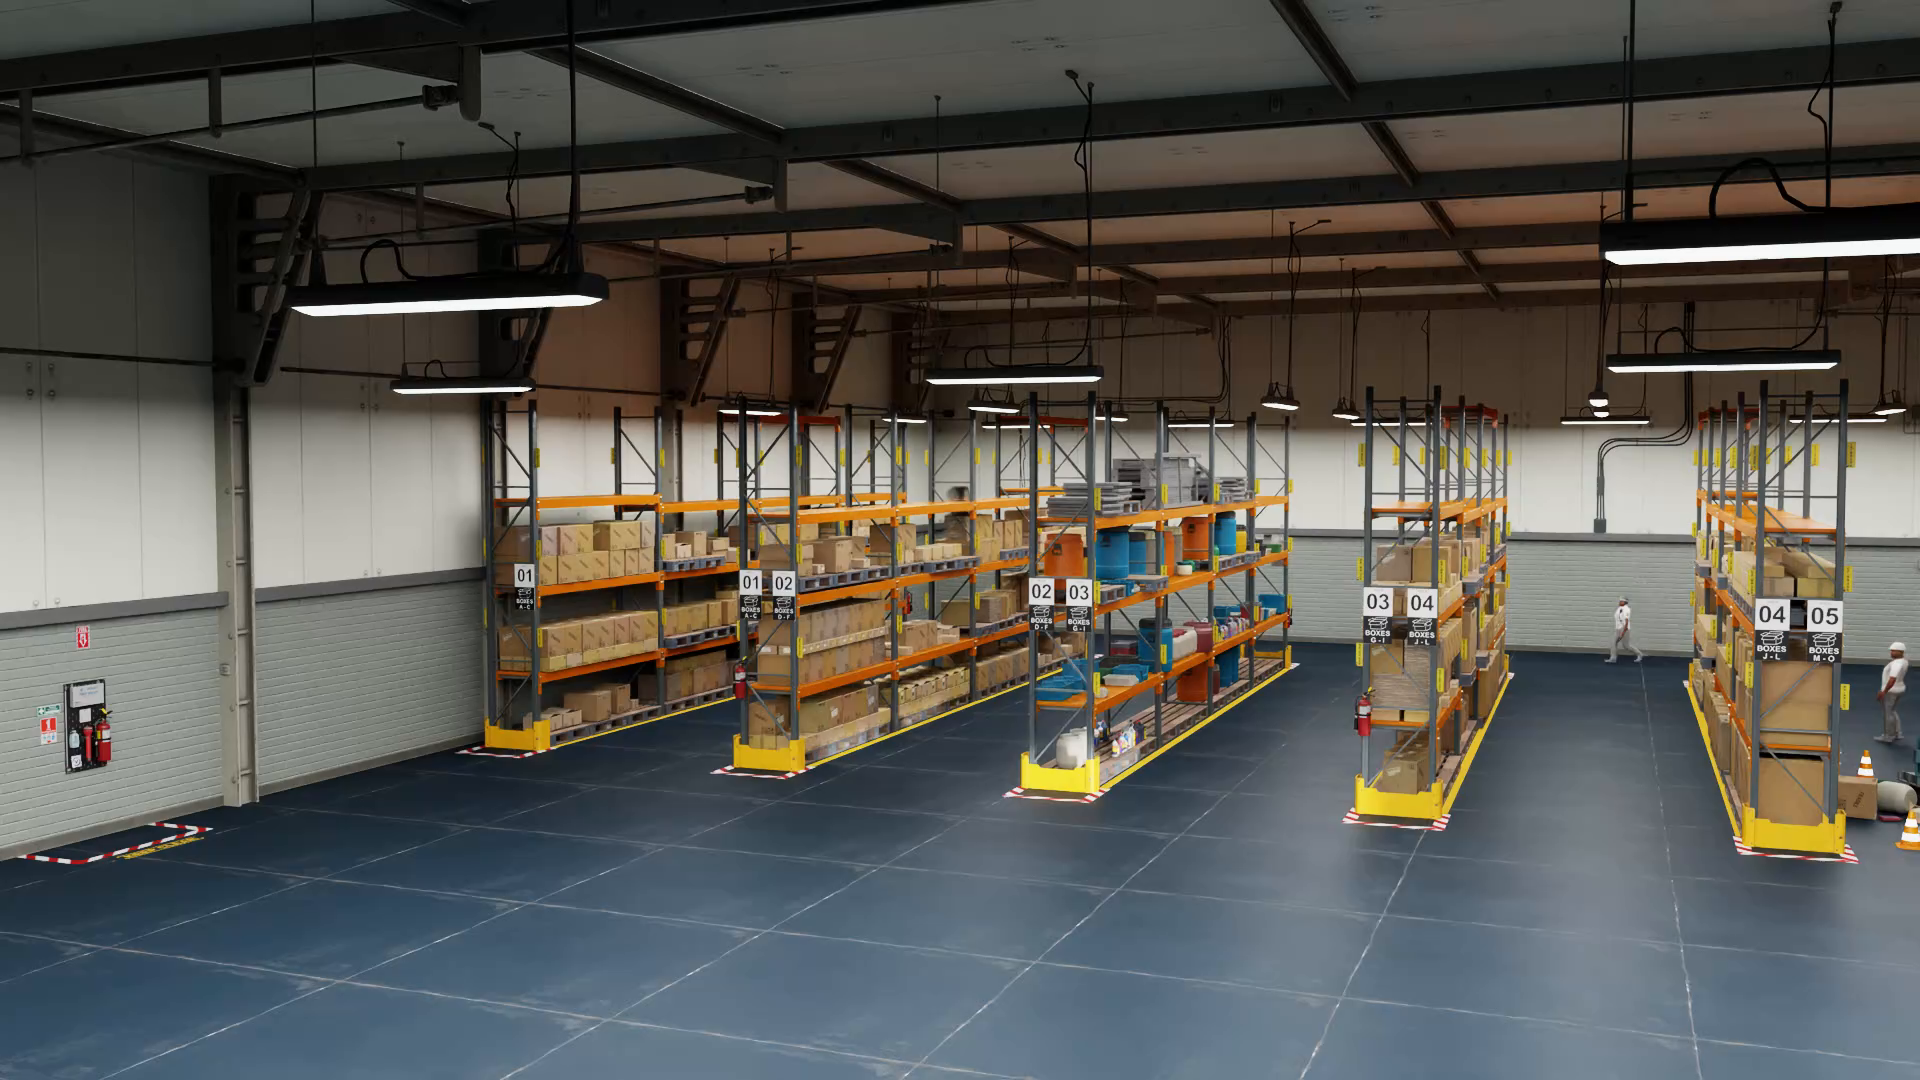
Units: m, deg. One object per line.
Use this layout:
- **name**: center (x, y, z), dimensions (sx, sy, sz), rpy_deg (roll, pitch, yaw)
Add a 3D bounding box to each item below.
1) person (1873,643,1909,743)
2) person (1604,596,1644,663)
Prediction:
- **person**: center (16.357, 2.687, 29.203), dimensions (0.629, 1.789, 0.515), rpy_deg (-2, 3, -31)
- **person**: center (16.131, 2.168, 40.400), dimensions (0.873, 1.649, 0.463), rpy_deg (0, 3, 0)
